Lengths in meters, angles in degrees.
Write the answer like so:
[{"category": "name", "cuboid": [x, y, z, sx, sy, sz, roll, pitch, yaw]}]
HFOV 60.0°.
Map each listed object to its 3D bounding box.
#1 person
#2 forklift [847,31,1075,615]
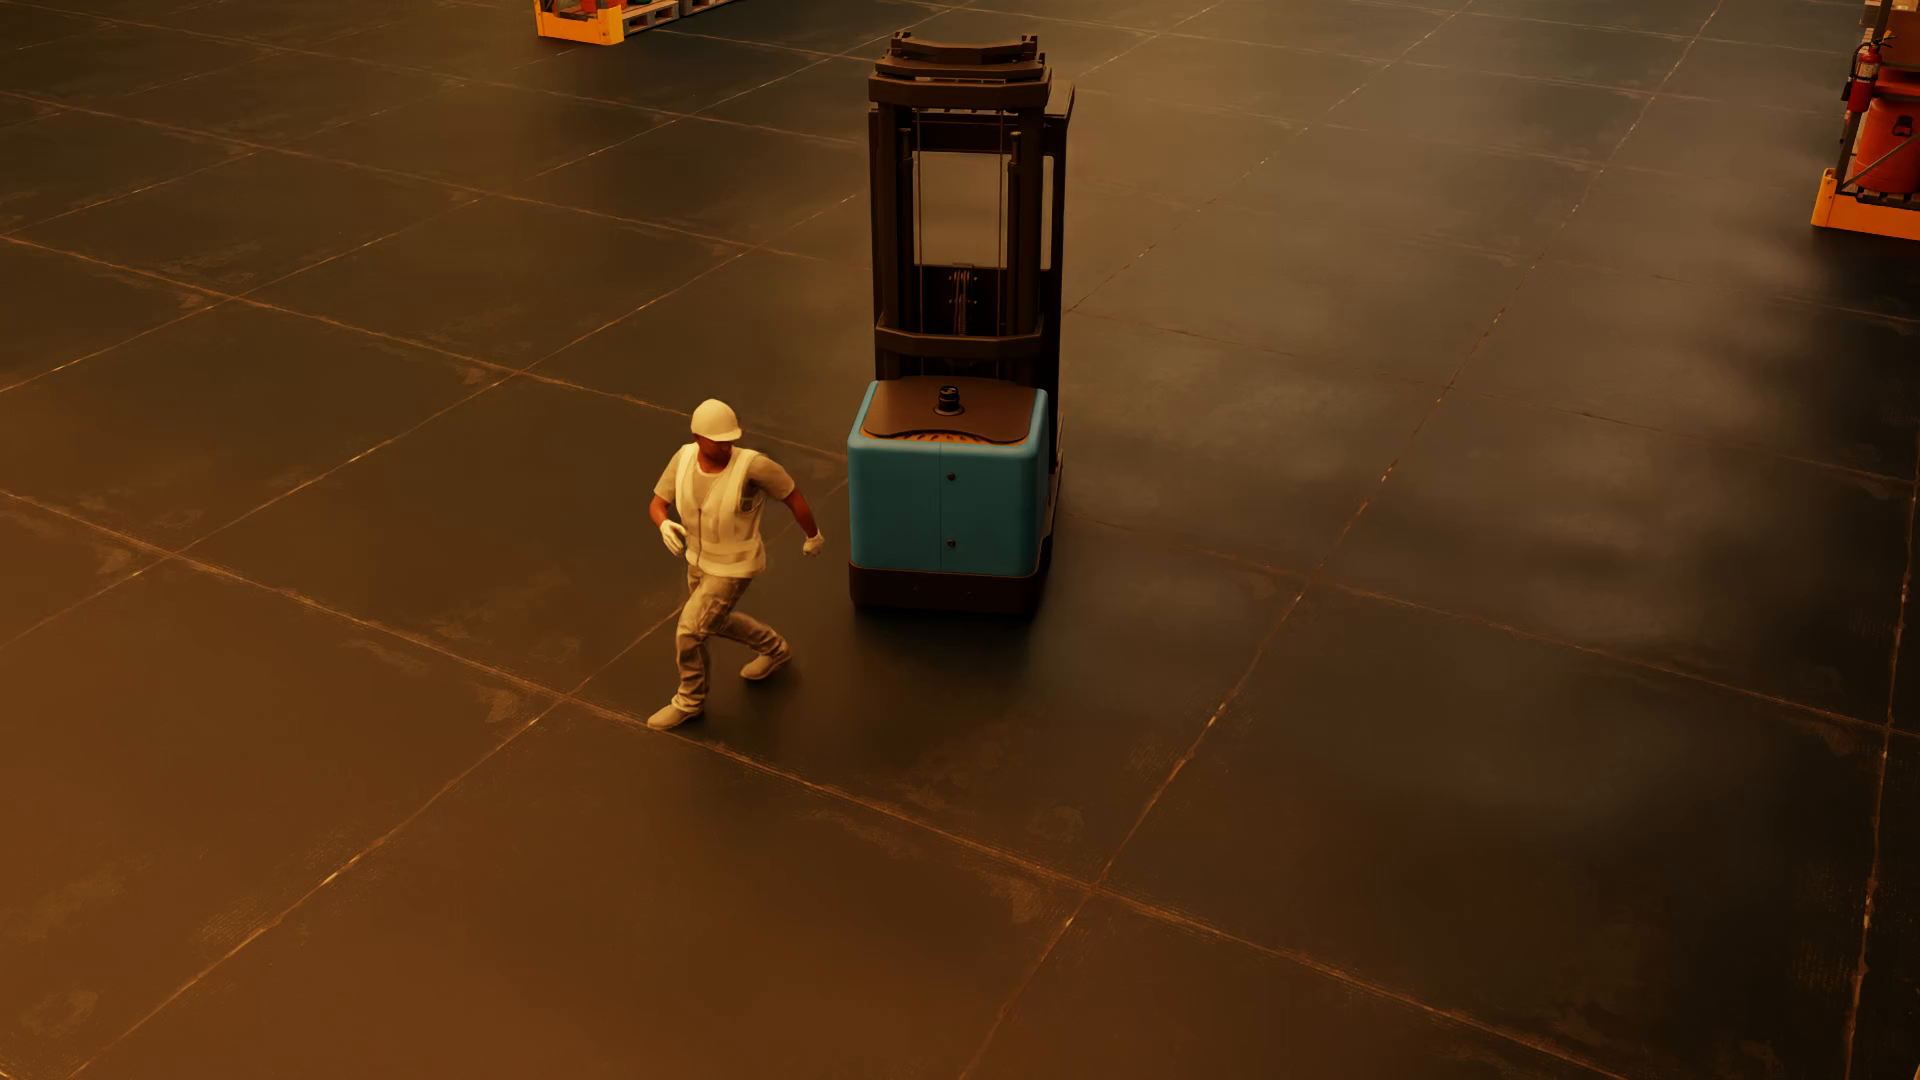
[{"category": "person", "cuboid": [-1.173, 0.086, 8.186, 0.962, 1.692, 0.576, -24, 38, -36]}, {"category": "forklift", "cuboid": [0.072, -1.572, 9.794, 1.130, 2.935, 3.031, 3, 30, 6]}]
